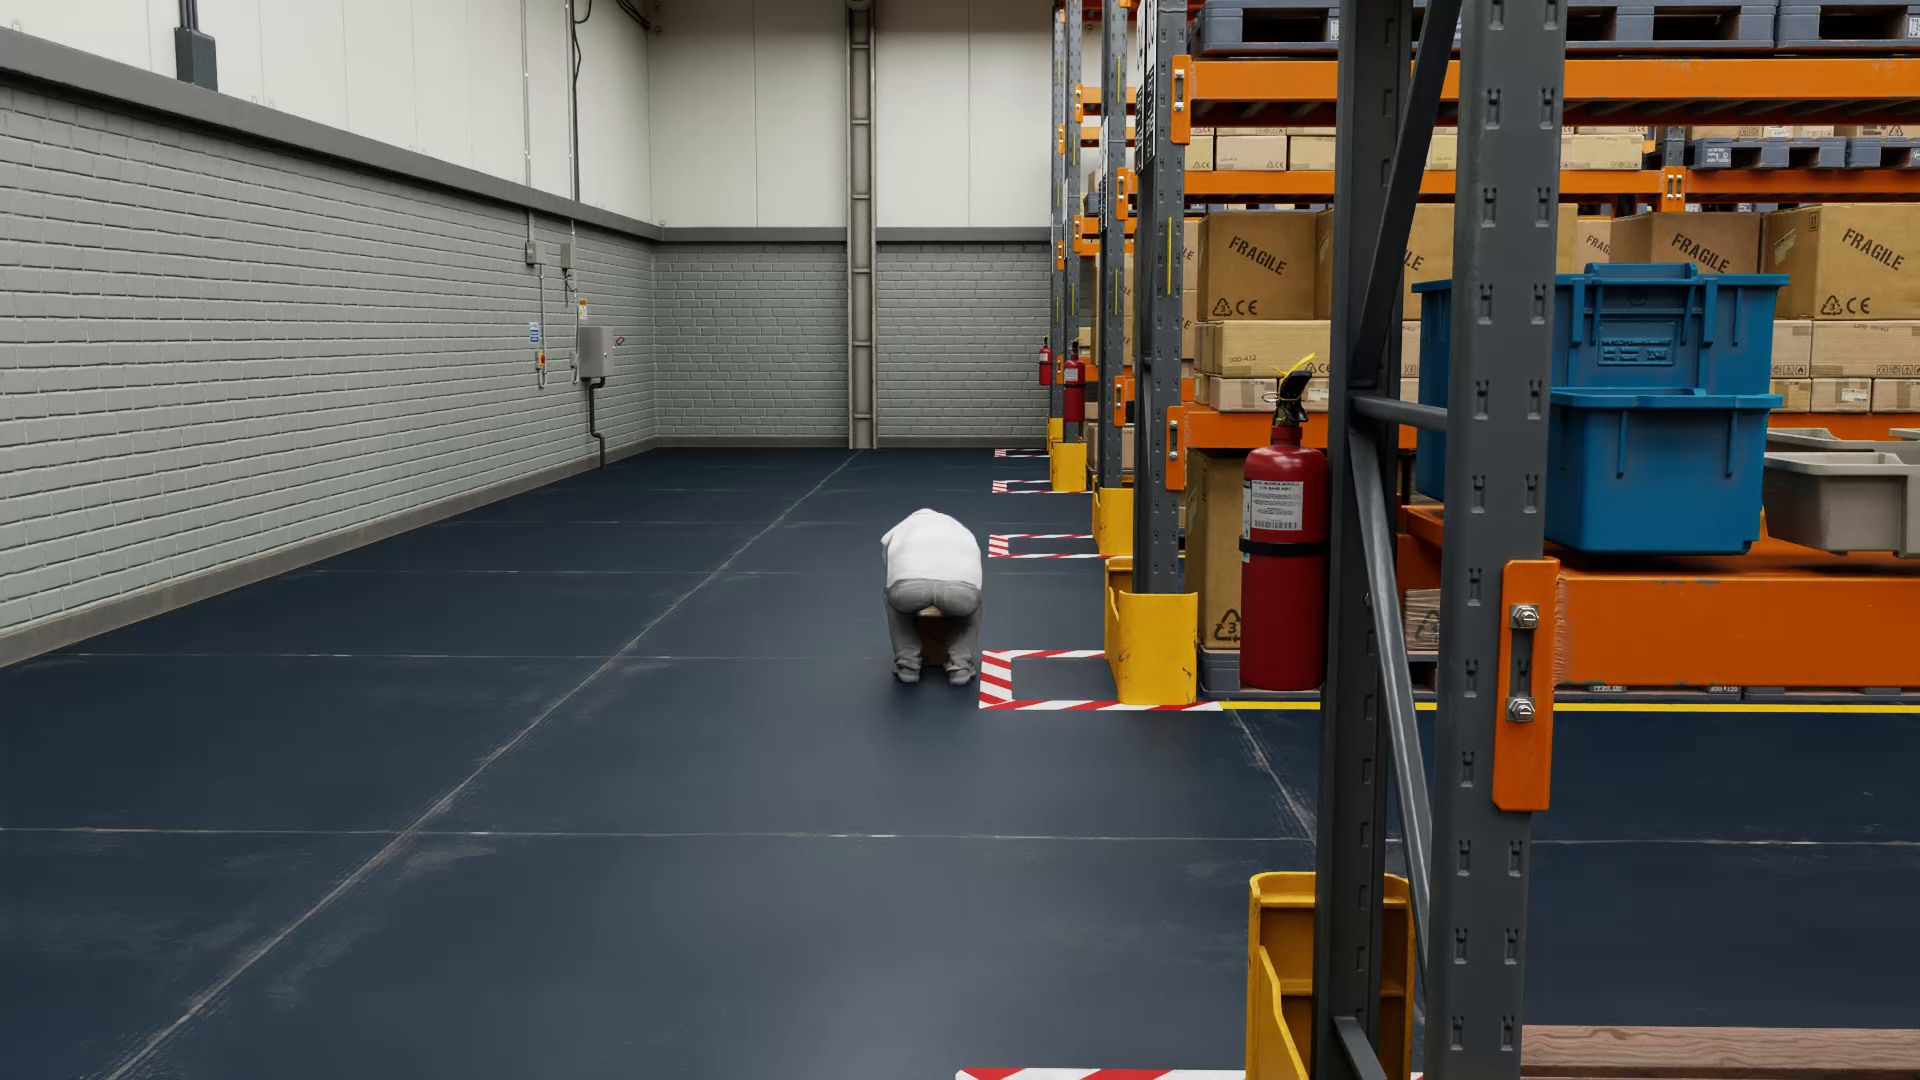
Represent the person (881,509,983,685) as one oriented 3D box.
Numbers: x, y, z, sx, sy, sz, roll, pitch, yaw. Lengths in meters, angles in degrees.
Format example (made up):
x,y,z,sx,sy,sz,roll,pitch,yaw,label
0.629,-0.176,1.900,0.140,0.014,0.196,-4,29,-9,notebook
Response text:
x,y,z,sx,sy,sz,roll,pitch,yaw,label
-0.137,0.271,8.091,0.504,0.791,0.988,0,7,0,person
